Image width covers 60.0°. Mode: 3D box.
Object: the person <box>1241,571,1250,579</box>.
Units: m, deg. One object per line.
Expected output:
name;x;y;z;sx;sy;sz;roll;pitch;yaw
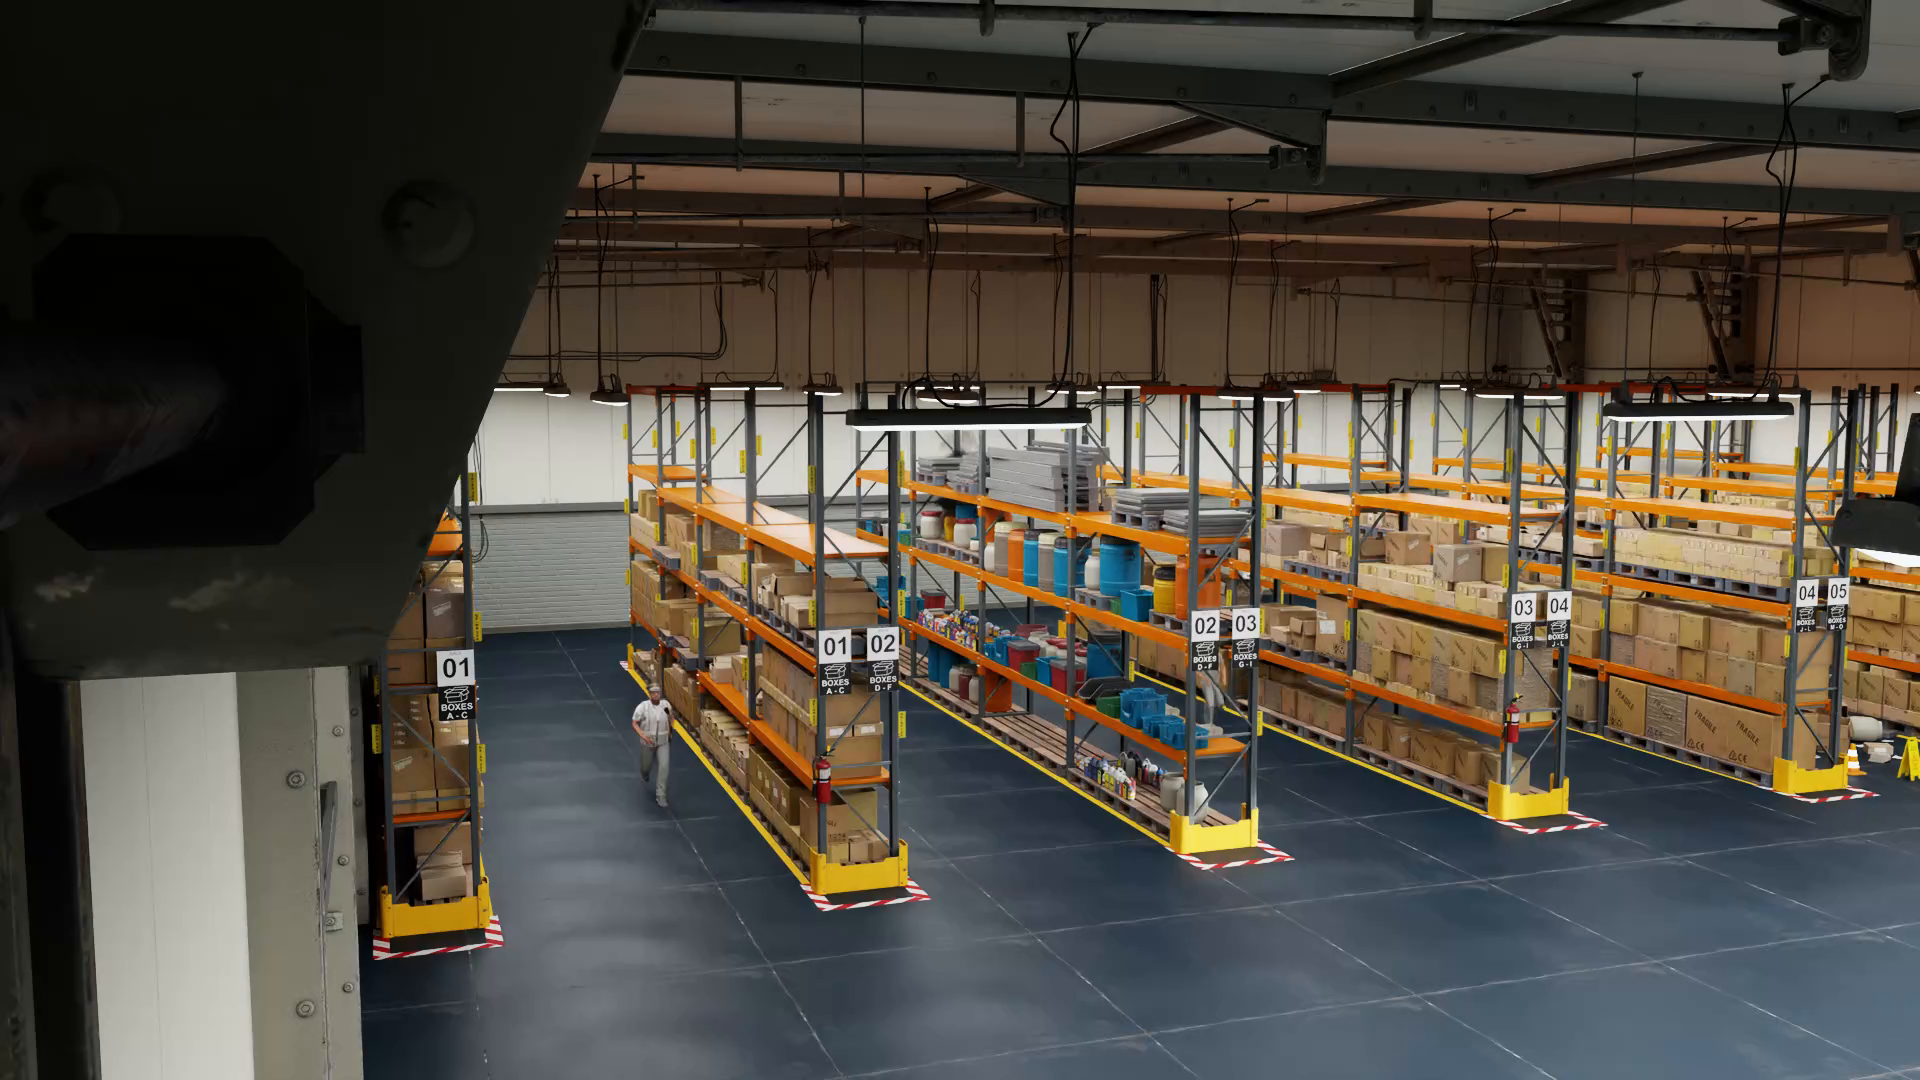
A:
person;7.070;1.292;40.829;0.688;1.645;0.629;-3;6;-24

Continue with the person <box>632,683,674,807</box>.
person;-4.497;2.964;24.440;0.641;1.784;1.037;-2;6;-18

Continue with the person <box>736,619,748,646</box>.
person;-4.928;1.791;36.096;0.717;1.734;0.682;4;7;33

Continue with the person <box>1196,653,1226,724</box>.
person;4.387;2.515;29.124;0.610;1.624;0.597;-2;6;-19
